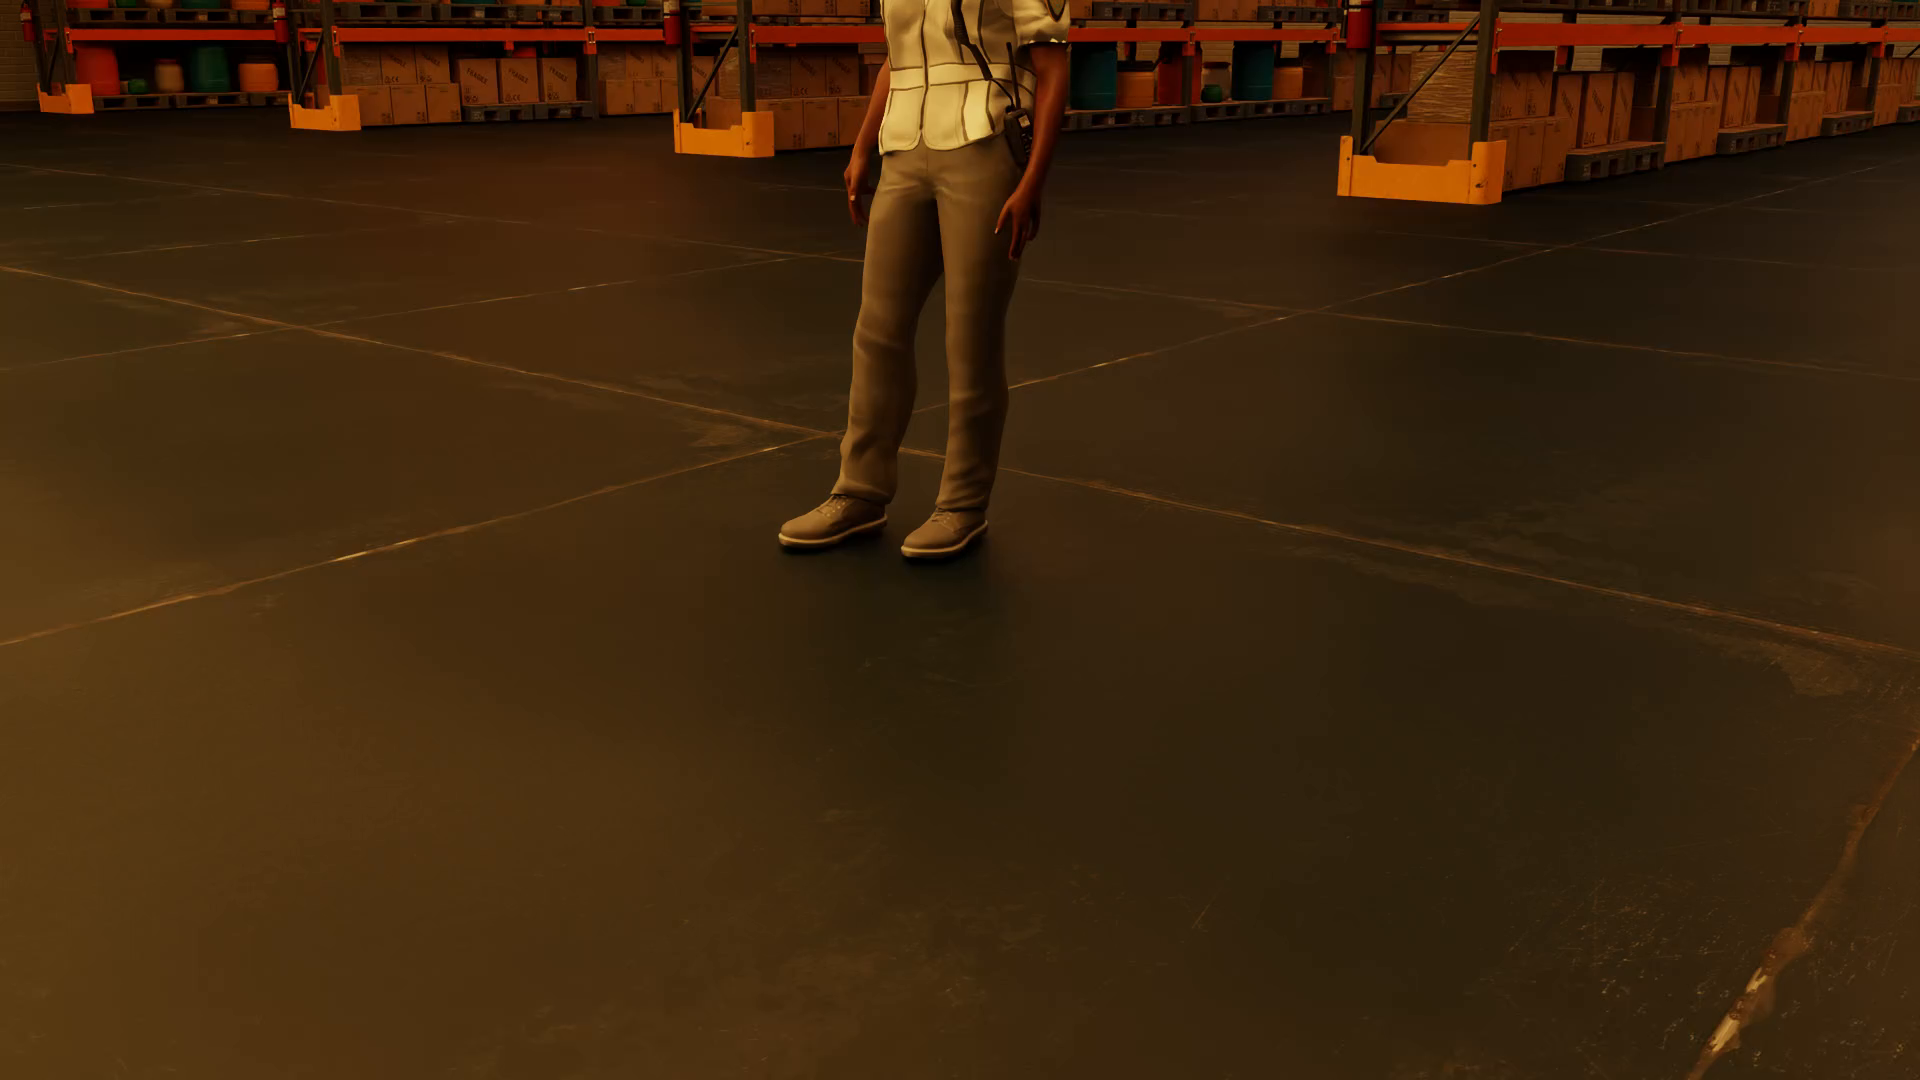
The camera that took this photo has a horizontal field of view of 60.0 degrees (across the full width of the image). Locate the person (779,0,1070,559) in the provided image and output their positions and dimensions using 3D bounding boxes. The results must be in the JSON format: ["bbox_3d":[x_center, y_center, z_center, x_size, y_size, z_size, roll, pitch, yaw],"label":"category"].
[{"bbox_3d":[-0.063,-0.805,3.651,0.569,1.695,0.530,13,21,37],"label":"person"}]
